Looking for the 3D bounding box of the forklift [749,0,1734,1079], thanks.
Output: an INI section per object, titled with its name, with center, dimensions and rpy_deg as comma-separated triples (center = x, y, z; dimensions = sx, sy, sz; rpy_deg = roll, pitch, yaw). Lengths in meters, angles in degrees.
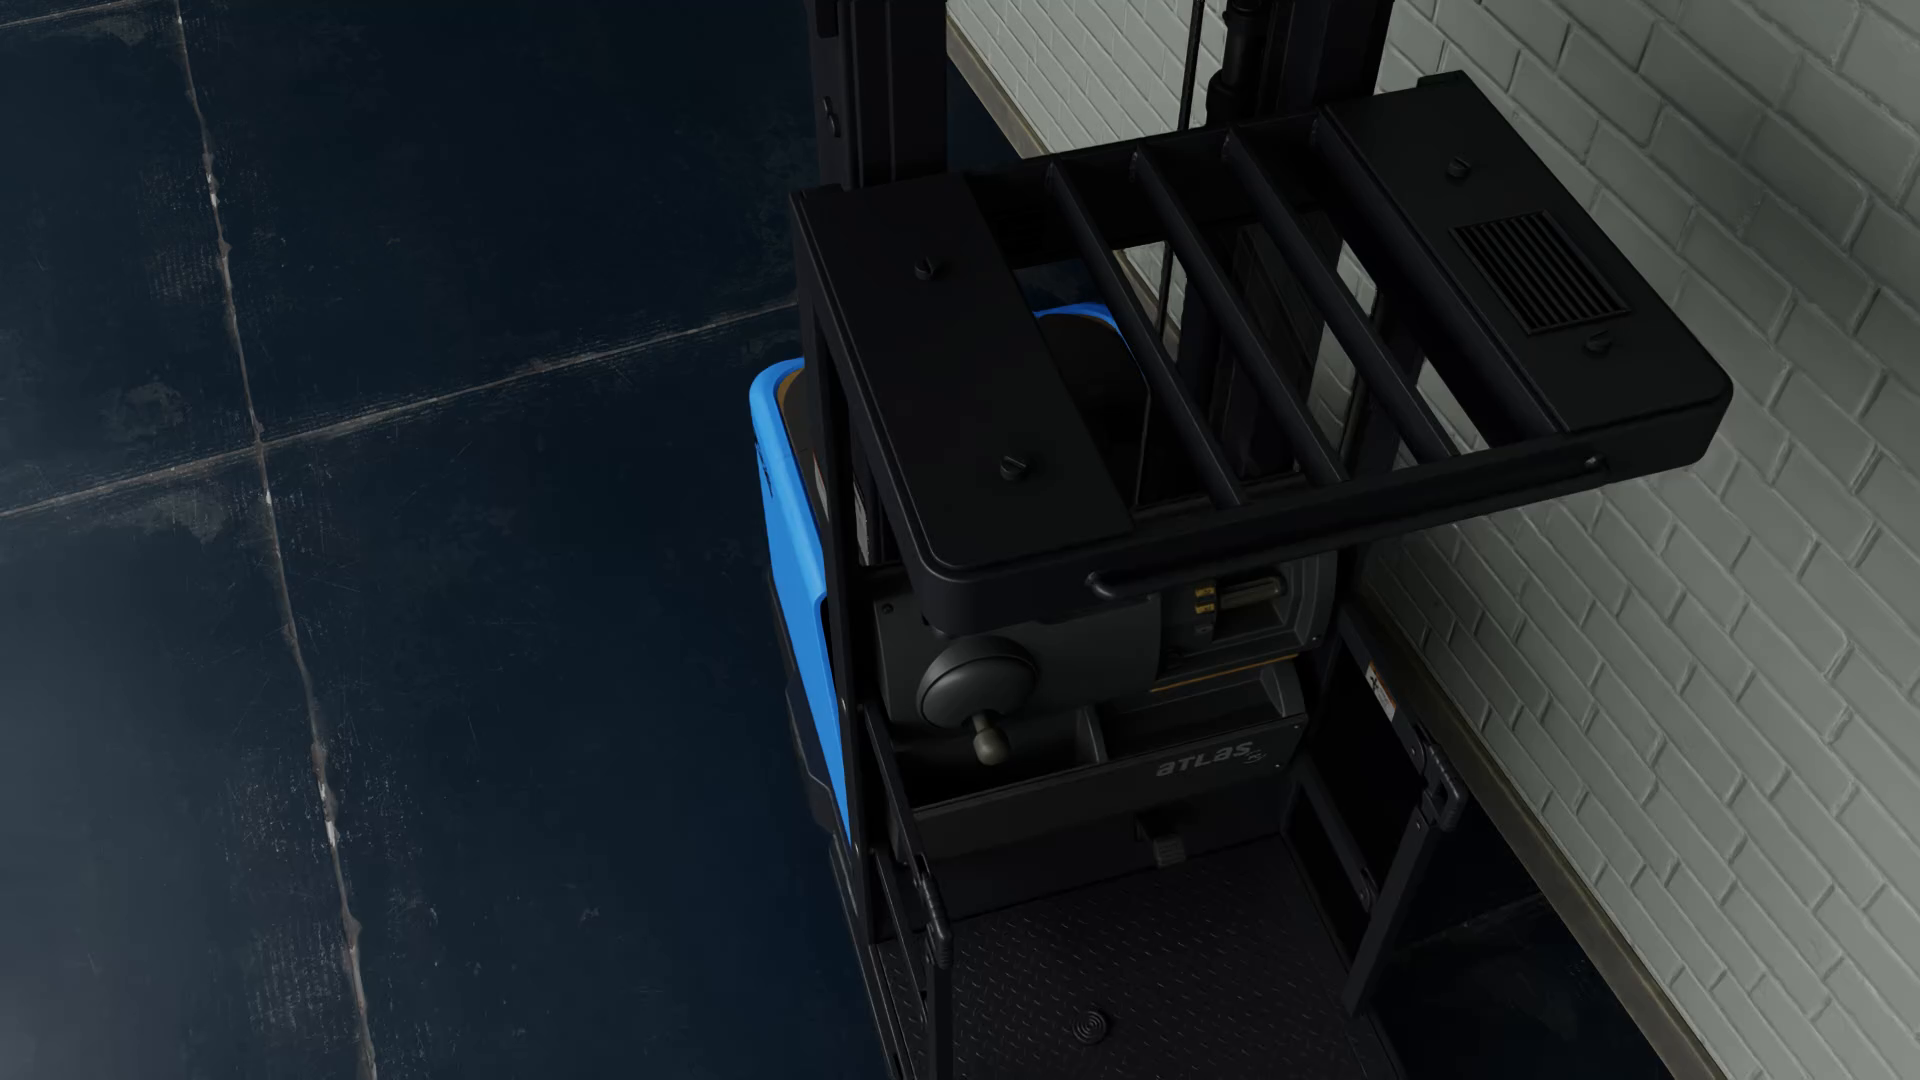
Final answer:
[forklift]
center = 0.358, 0.272, 3.084
dimensions = 1.130, 2.935, 3.031
rpy_deg = -13, 51, -11
